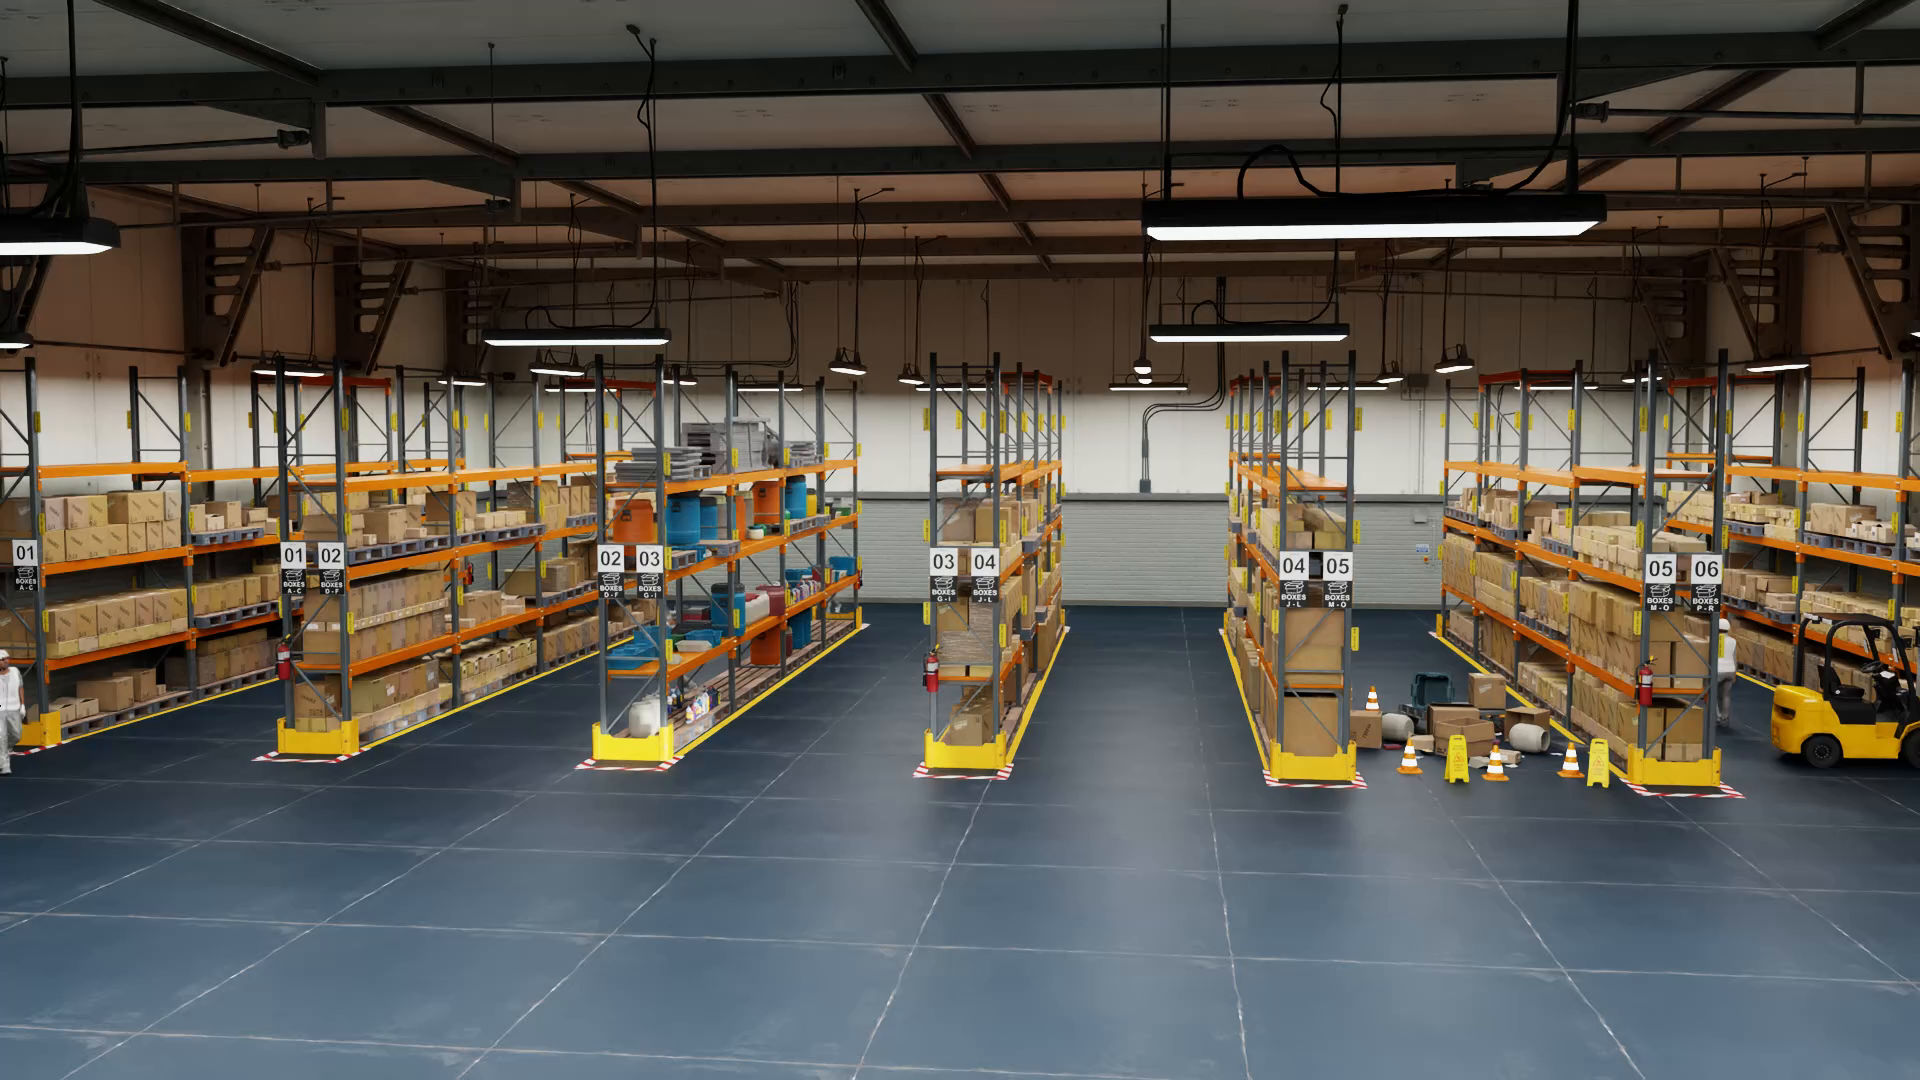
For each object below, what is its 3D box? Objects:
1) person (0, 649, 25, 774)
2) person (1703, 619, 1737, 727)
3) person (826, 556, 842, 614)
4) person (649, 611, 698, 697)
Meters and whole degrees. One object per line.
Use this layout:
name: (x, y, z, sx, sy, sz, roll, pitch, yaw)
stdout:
person: (-13.685, 2.426, 23.772, 0.564, 1.767, 0.789, -4, 6, -43)
person: (12.522, 2.192, 27.369, 0.567, 1.800, 0.389, -1, 4, -19)
person: (-3.303, 1.183, 42.749, 0.401, 1.549, 0.909, 3, 5, 36)
person: (-5.149, 2.072, 29.771, 0.898, 1.621, 0.541, 0, 4, -3)
